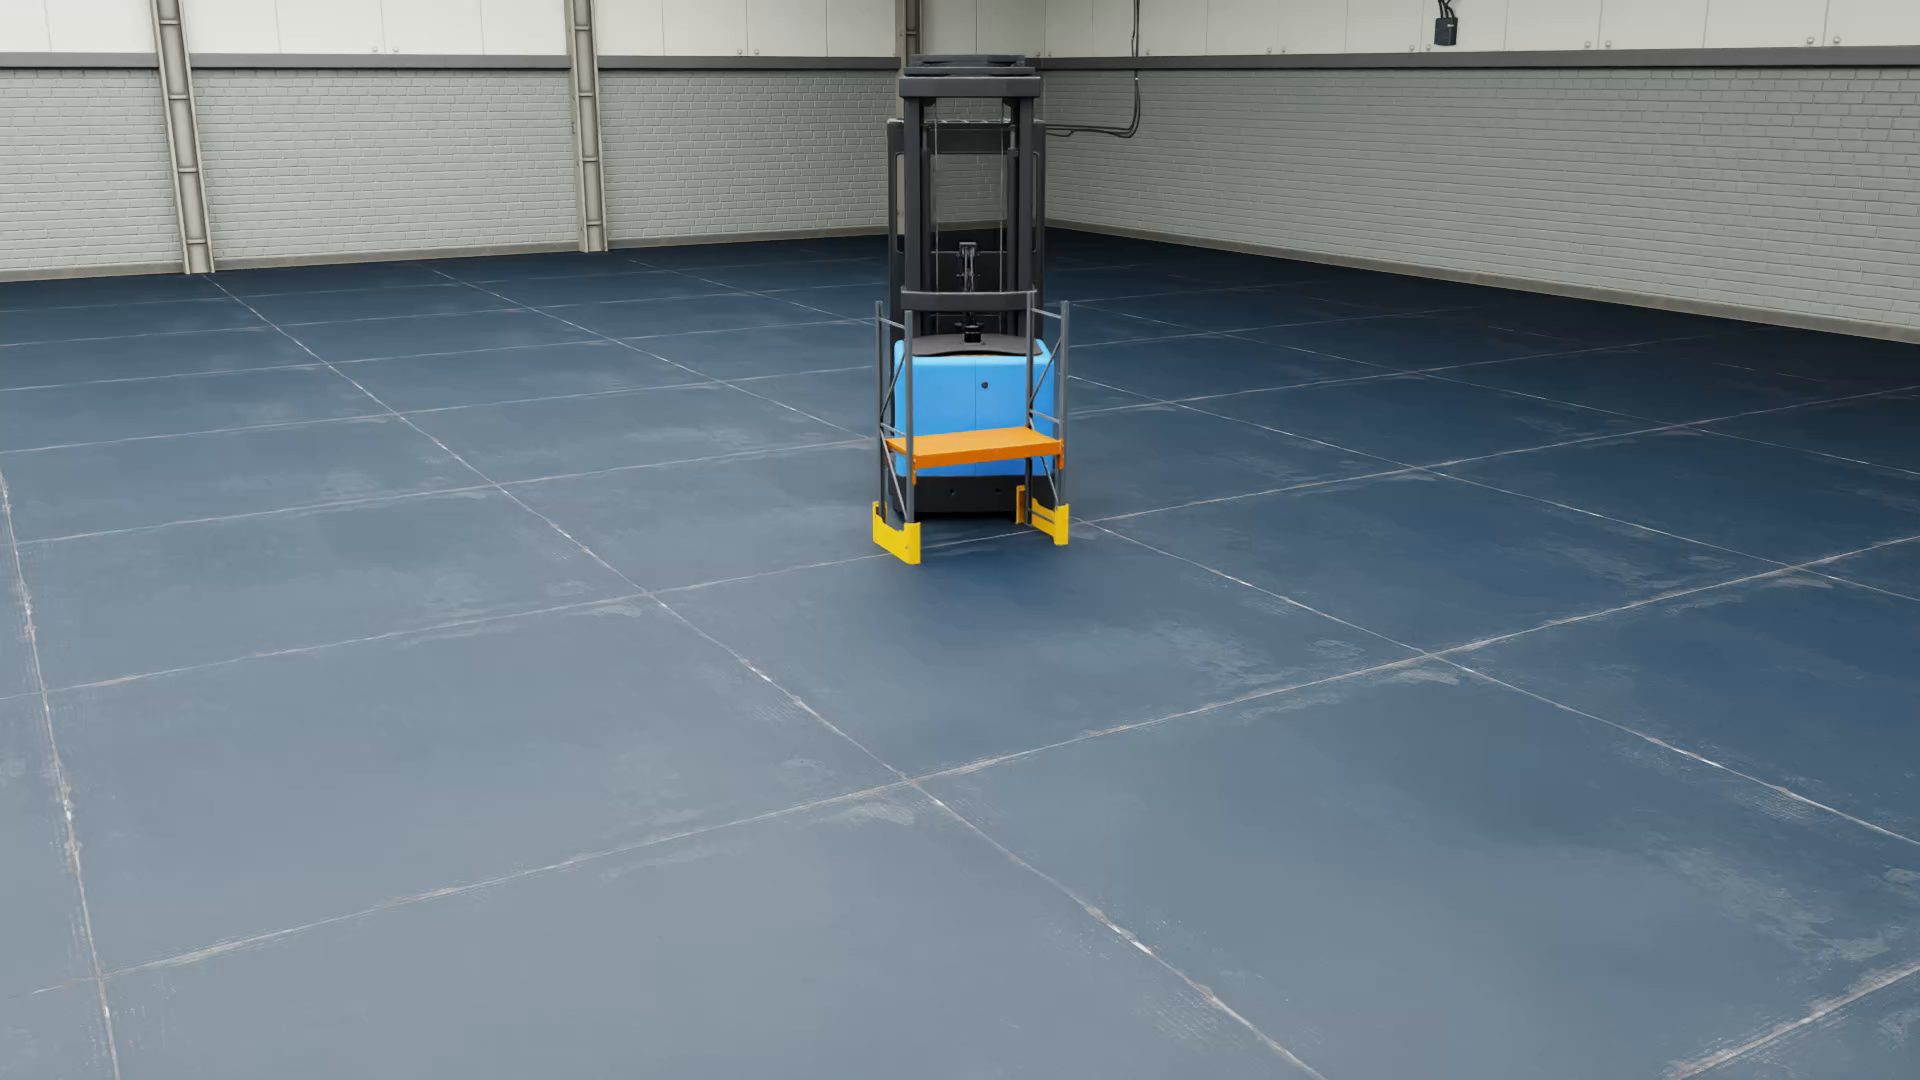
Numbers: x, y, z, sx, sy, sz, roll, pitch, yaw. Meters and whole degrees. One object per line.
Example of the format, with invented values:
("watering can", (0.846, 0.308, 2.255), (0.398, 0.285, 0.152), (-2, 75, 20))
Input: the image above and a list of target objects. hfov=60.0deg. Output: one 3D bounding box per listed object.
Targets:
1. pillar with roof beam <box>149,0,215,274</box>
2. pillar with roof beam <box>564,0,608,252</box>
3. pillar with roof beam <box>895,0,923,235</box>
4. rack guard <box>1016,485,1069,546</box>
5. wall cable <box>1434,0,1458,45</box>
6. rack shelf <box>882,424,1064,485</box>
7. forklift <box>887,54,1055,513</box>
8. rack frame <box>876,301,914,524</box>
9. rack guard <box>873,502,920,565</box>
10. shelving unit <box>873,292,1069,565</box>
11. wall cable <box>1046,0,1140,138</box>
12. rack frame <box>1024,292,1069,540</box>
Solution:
("pillar with roof beam", (-8.973, -7.275, 19.690), (0.400, 9.000, 9.100), (-9, 18, -30))
("pillar with roof beam", (-3.829, -8.109, 22.665), (0.400, 9.000, 9.100), (-9, 18, -30))
("pillar with roof beam", (1.314, -8.943, 25.641), (0.400, 9.000, 9.100), (-9, 18, -30))
("rack guard", (0.518, -0.159, 10.512), (0.087, 0.250, 0.587), (-7, 17, -24))
("wall cable", (7.178, -9.481, 21.261), (0.169, 6.003, 2.305), (-9, 18, -30))
("rack shelf", (0.073, -0.532, 10.197), (1.000, 0.185, 0.538), (-7, 17, -24))
("forklift", (0.033, -1.933, 11.874), (1.130, 2.935, 3.031), (-1, 16, -2))
("rack frame", (-0.389, -0.649, 9.945), (0.032, 1.500, 0.500), (-7, 17, -24))
("rack guard", (-0.388, -0.047, 10.114), (0.087, 0.250, 0.587), (-7, 17, -24))
("shelving unit", (0.065, -0.705, 10.144), (1.083, 1.500, 0.587), (-7, 17, -24))
("wall cable", (2.303, -8.547, 29.983), (0.112, 2.526, 3.097), (-9, 18, -30))
("rack frame", (0.536, -0.763, 10.351), (0.032, 1.500, 0.500), (-7, 17, -24))
